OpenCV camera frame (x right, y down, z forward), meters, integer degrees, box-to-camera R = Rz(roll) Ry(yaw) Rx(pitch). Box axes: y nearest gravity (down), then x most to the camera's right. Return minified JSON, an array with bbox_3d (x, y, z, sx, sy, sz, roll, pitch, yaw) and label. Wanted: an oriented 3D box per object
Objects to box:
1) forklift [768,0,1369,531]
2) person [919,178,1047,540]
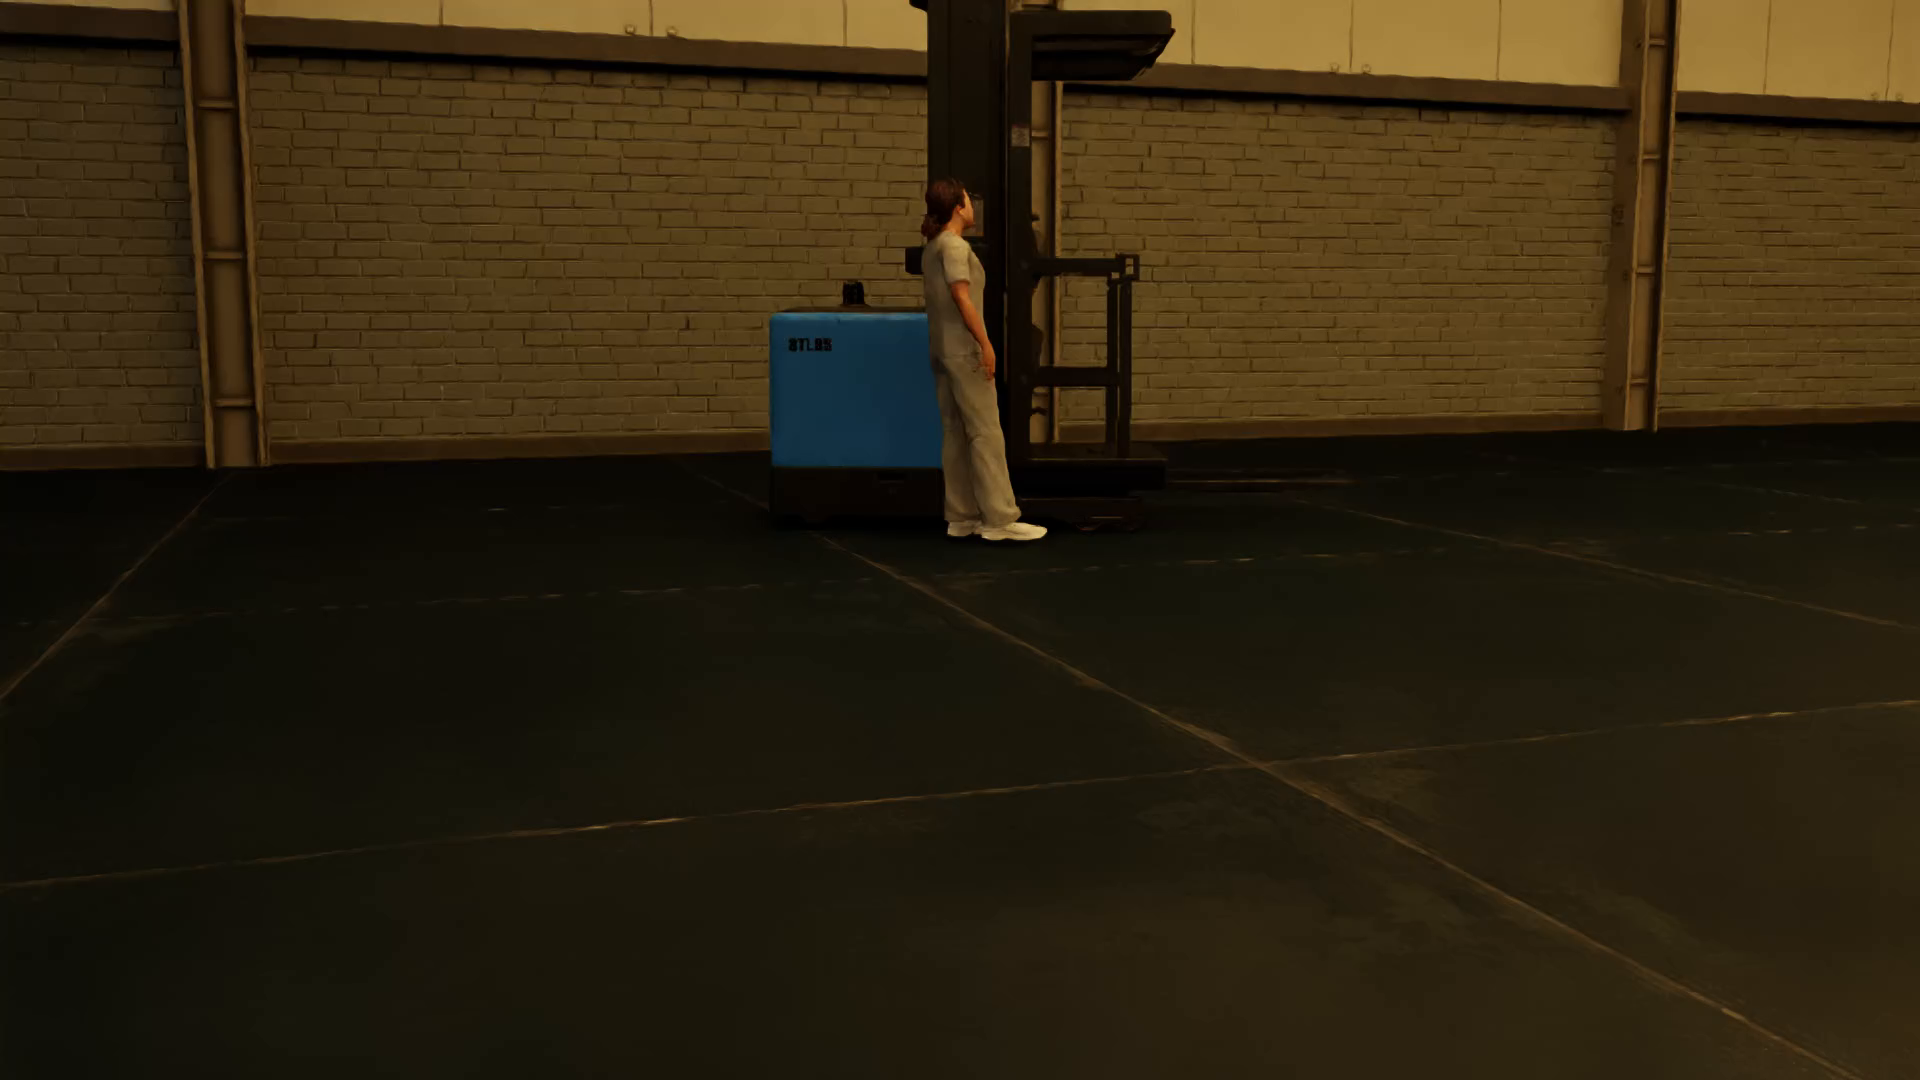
[{"bbox_3d":[0.560,-1.570,8.589,3.031,2.935,1.130,0,8,1],"label":"forklift"},{"bbox_3d":[0.075,-0.851,7.820,0.545,1.673,0.549,-3,8,-18],"label":"person"}]
